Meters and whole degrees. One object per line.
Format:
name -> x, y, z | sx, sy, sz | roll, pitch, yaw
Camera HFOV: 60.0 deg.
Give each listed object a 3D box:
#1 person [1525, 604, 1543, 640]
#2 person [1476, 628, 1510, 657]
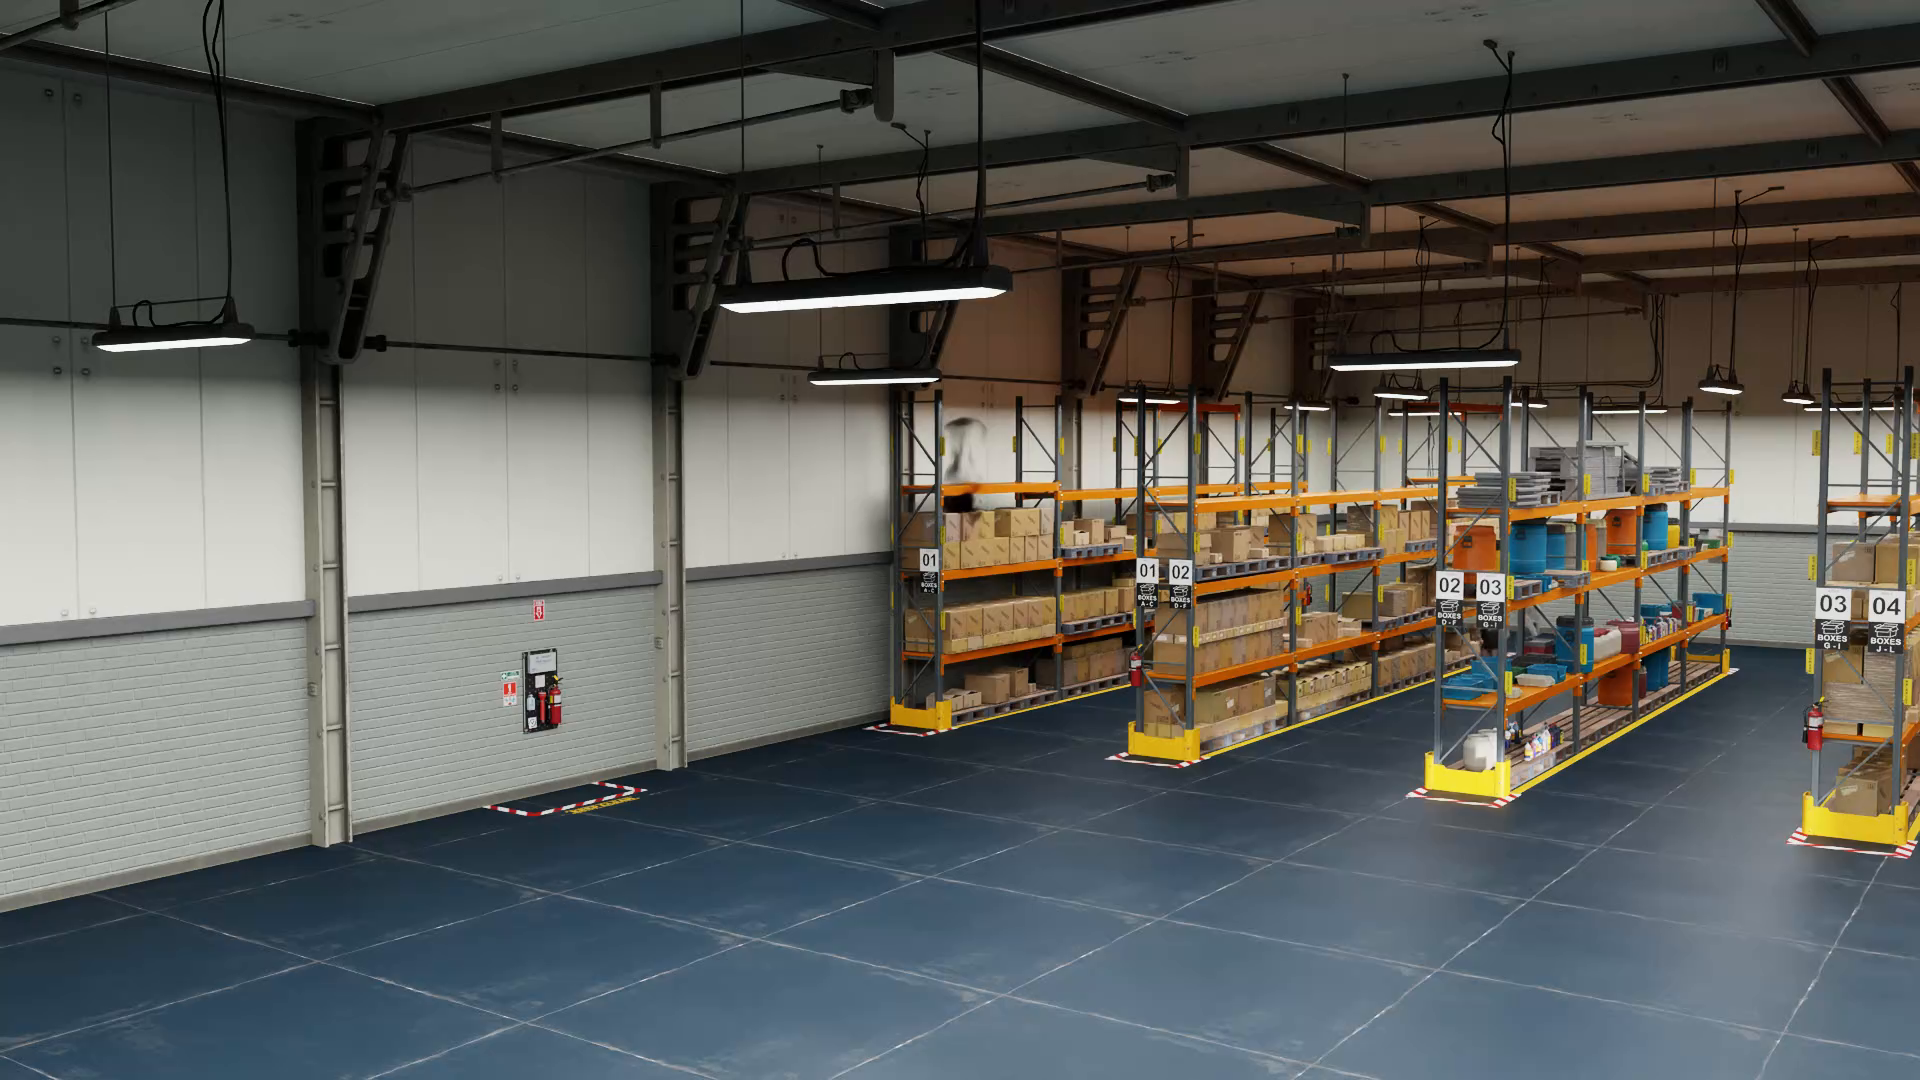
person -> 13.682, 1.980, 39.874 | 0.549, 1.589, 0.755 | -1, 3, -12
person -> 10.881, 2.245, 34.102 | 0.653, 1.680, 0.569 | 2, 4, 34
